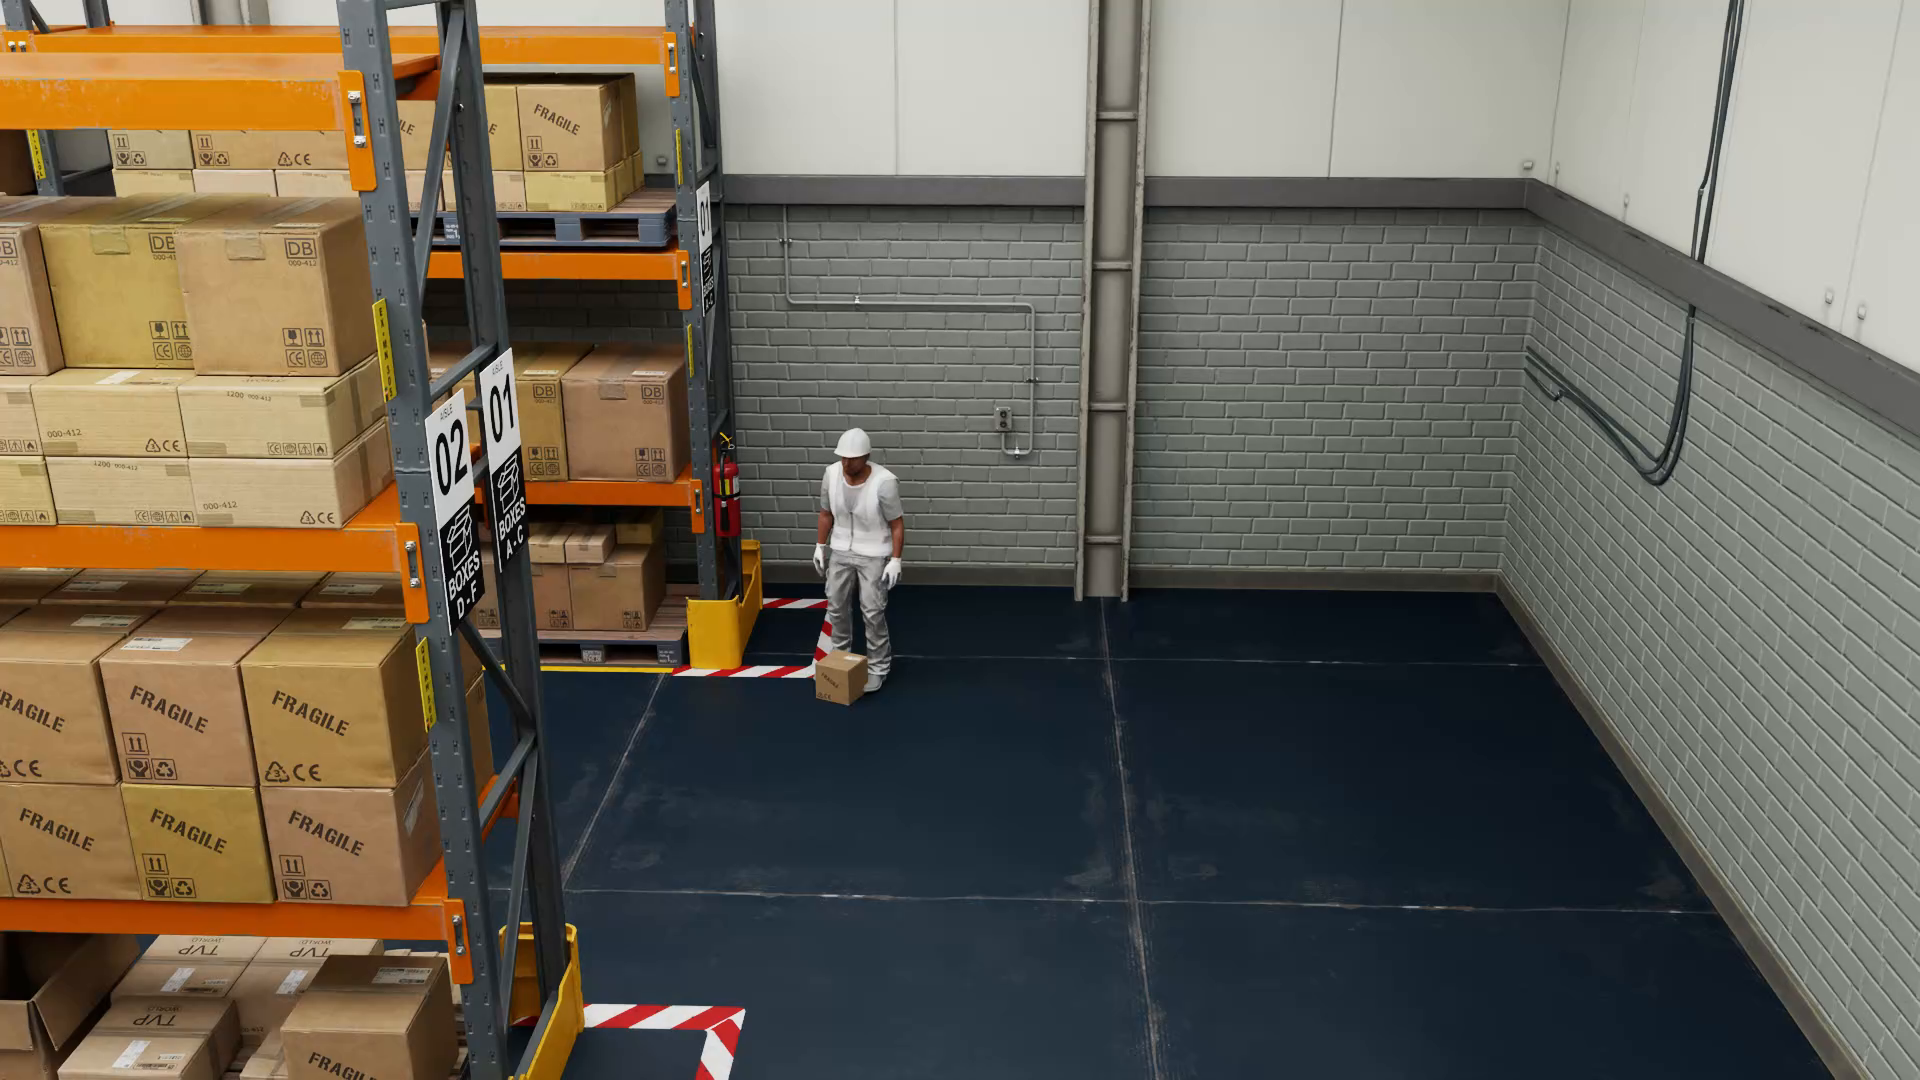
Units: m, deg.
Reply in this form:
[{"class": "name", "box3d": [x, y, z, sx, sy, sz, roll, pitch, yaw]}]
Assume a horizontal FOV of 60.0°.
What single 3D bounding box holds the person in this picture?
[{"class": "person", "box3d": [-0.658, 0.112, 10.766, 0.625, 1.773, 0.452, 9, 23, 24]}]
